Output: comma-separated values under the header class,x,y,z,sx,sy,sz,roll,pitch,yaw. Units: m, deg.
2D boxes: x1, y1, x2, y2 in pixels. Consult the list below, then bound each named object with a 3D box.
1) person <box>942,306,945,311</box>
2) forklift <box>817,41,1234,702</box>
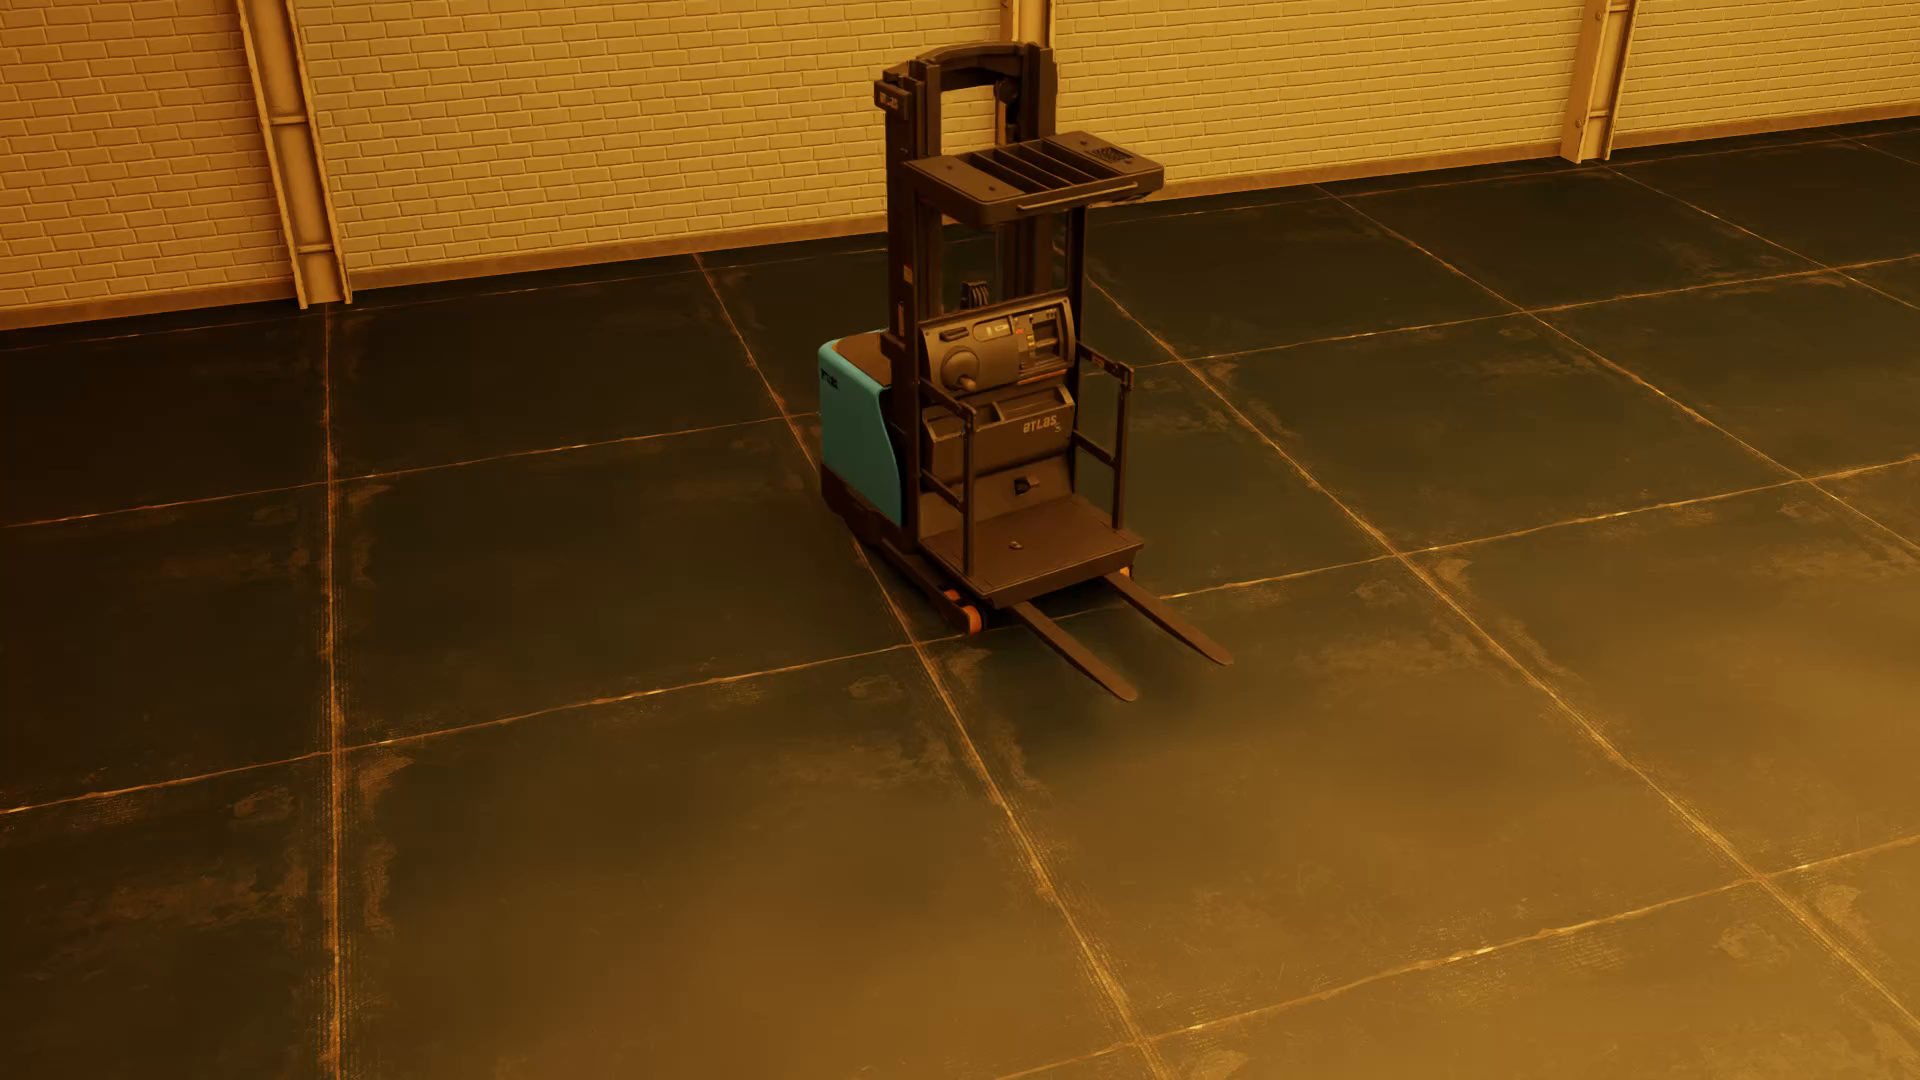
class,x,y,z,sx,sy,sz,roll,pitch,yaw
person,-0.273,-1.595,11.241,0.473,1.576,0.814,-6,30,-10
forklift,0.329,-1.012,8.846,1.130,2.935,3.031,-17,34,-27
